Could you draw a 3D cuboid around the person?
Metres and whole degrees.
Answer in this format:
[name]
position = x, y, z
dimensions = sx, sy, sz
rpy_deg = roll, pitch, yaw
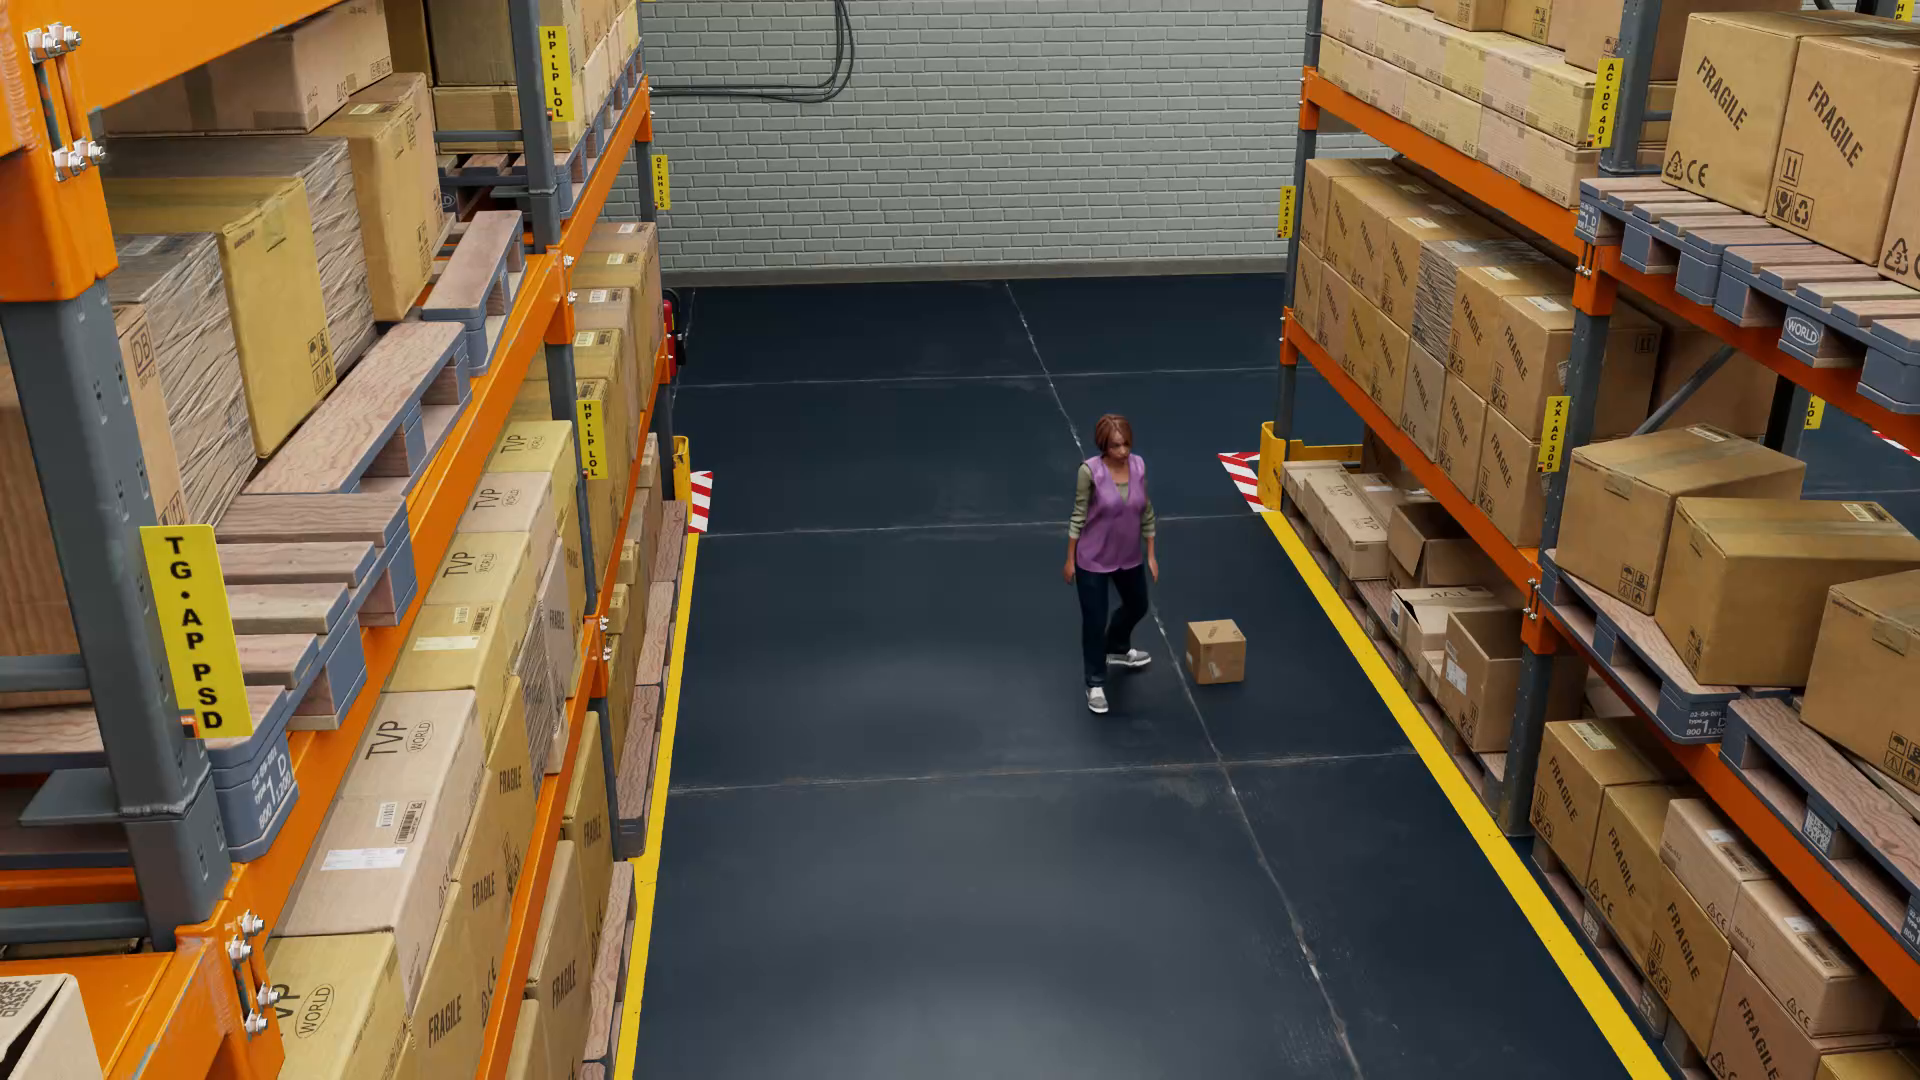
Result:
[person]
position = 0.808, 0.069, 8.458
dimensions = 0.602, 1.587, 0.467
rpy_deg = -12, 27, -24
